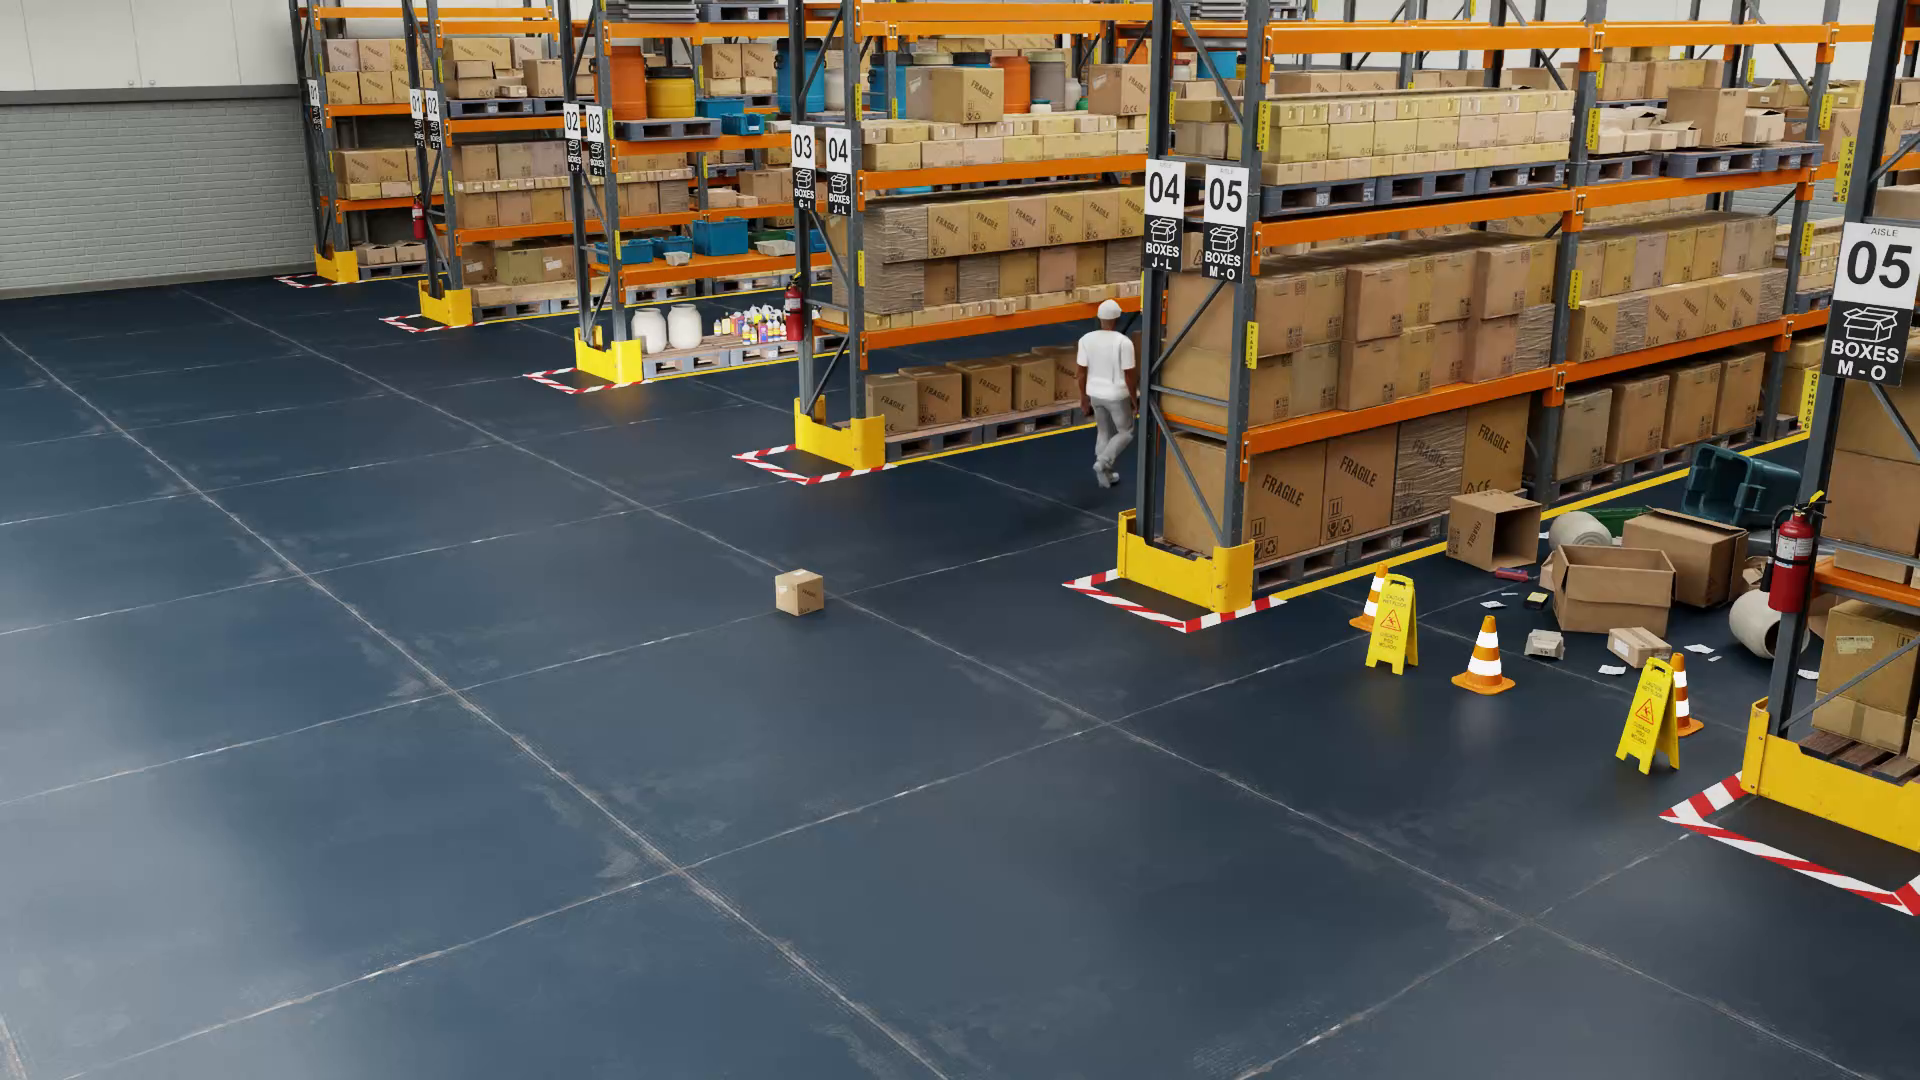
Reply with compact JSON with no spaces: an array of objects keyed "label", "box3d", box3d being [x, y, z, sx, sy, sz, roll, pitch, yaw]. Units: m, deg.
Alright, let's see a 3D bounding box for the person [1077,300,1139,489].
[{"label":"person","box3d":[1.346,-1.310,15.090,0.572,1.750,0.665,12,21,33]}]
